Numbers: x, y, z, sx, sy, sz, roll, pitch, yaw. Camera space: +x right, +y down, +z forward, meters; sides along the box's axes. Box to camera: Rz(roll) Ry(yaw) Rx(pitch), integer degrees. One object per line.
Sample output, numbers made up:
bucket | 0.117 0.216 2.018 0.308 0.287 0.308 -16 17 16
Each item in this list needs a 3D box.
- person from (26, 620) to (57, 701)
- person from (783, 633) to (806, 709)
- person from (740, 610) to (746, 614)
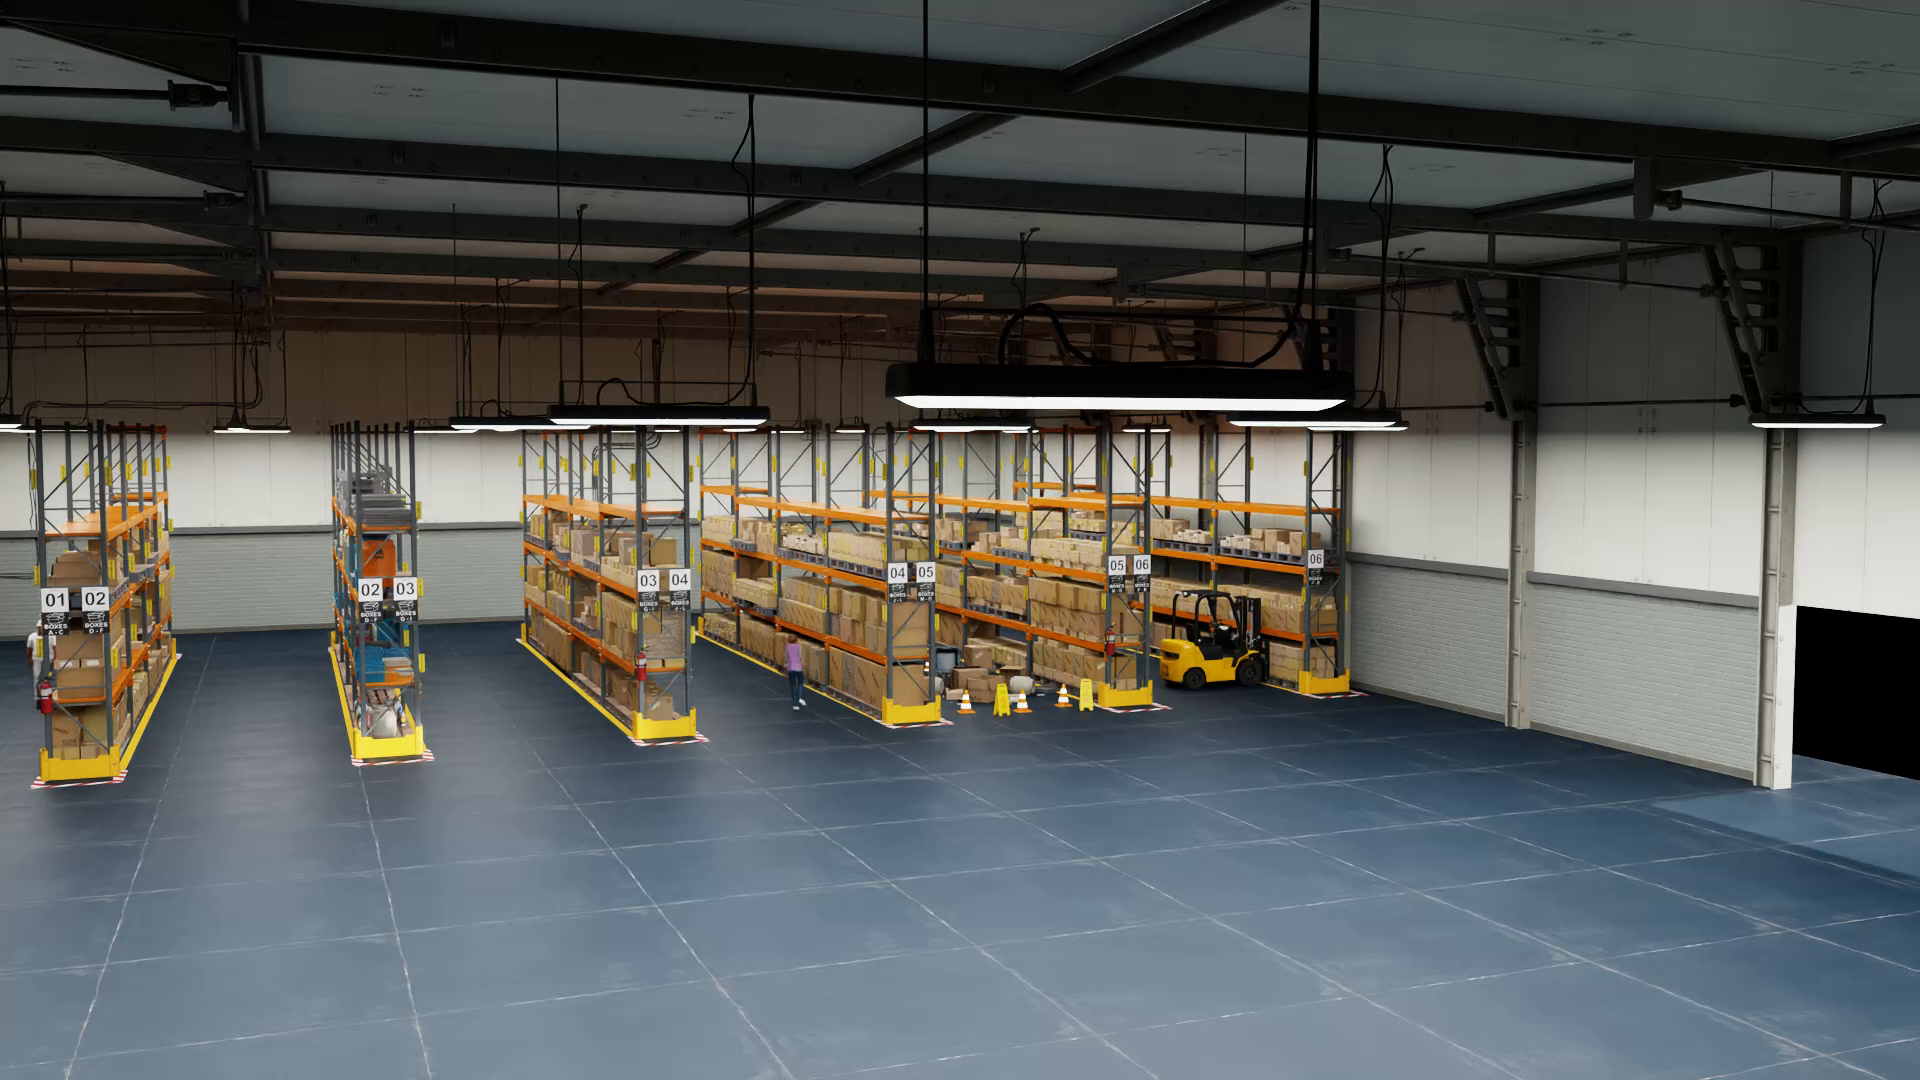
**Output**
person | -19.863 2.586 36.018 0.580 1.711 0.989 -2 4 -35
person | -3.458 2.745 34.793 0.456 1.586 0.441 -1 4 -16
person | -6.820 1.596 51.688 0.532 1.774 0.759 2 4 27
